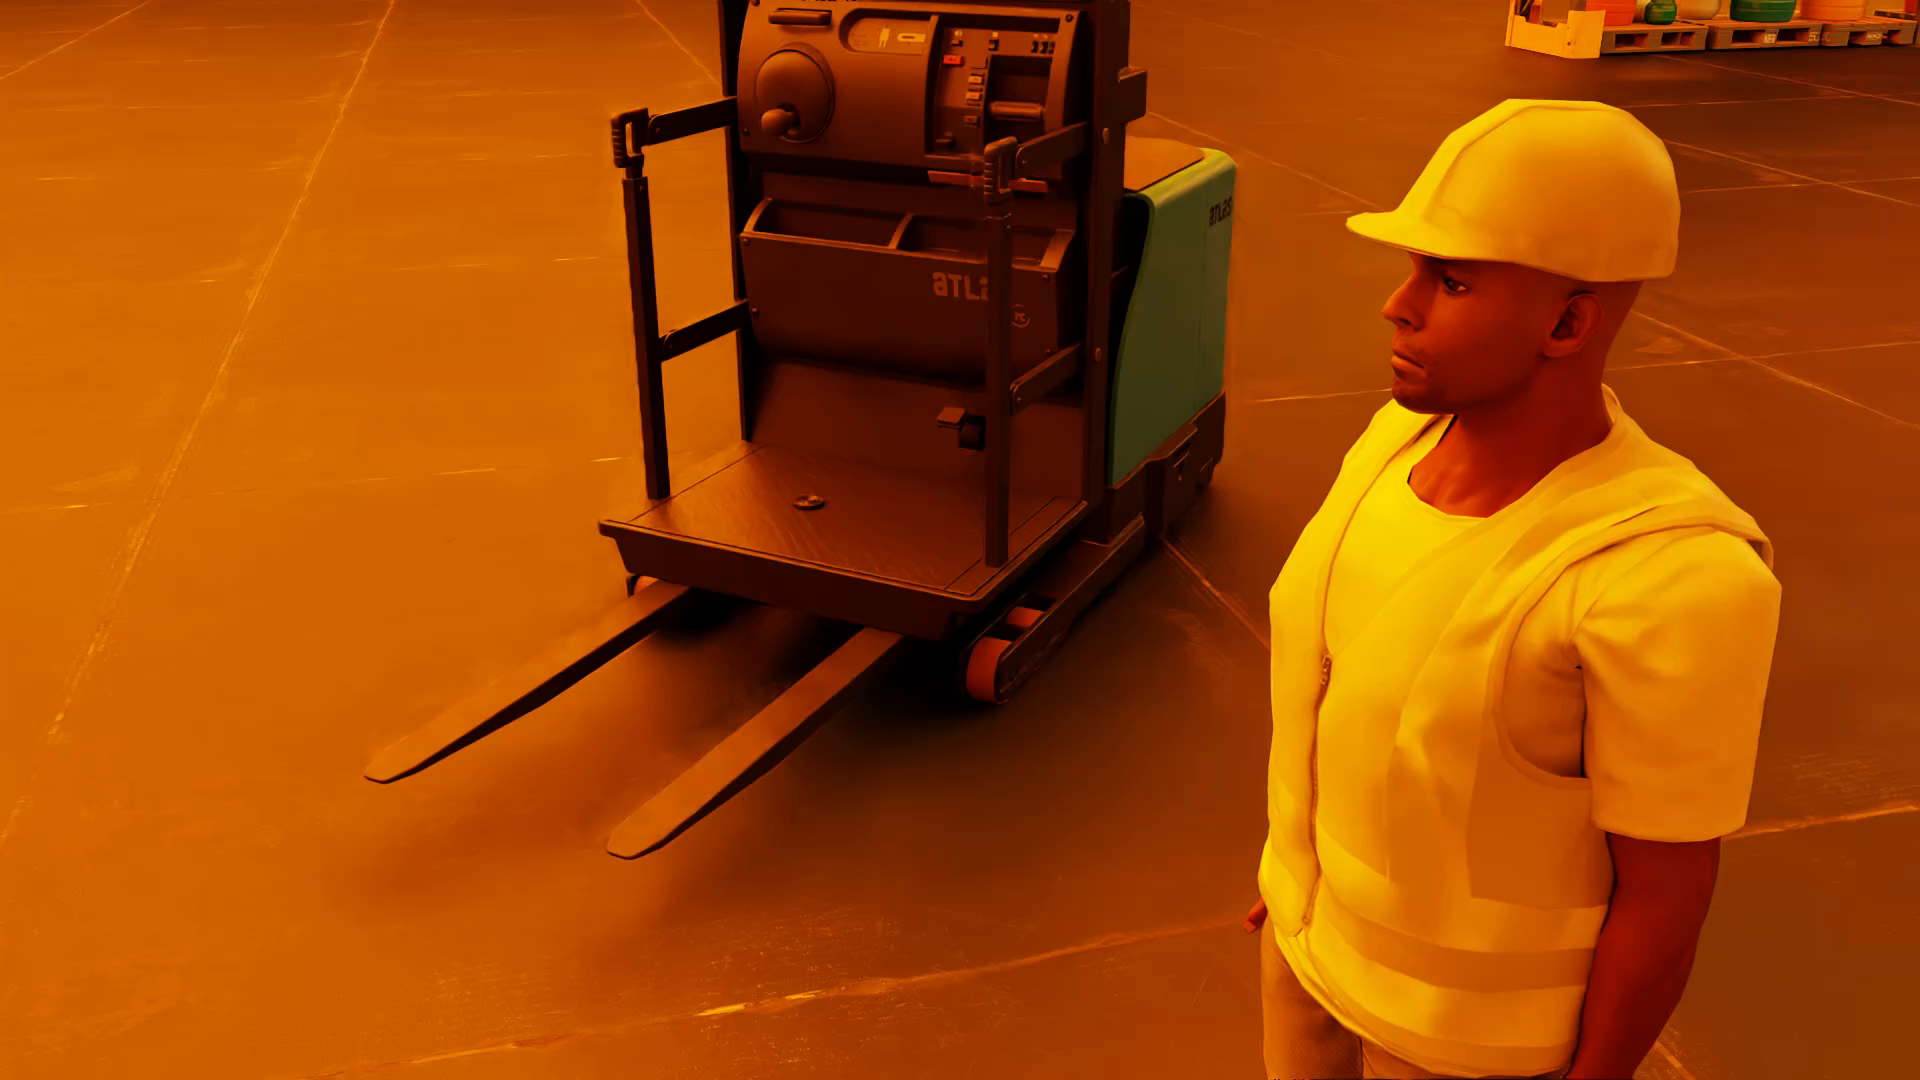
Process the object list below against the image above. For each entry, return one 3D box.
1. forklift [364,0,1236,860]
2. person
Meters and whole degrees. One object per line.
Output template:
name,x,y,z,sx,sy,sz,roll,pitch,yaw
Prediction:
forklift,-0.238,-1.140,3.989,1.130,2.935,3.031,11,25,24
person,0.481,0.443,1.757,0.370,1.771,0.562,-7,24,-17
